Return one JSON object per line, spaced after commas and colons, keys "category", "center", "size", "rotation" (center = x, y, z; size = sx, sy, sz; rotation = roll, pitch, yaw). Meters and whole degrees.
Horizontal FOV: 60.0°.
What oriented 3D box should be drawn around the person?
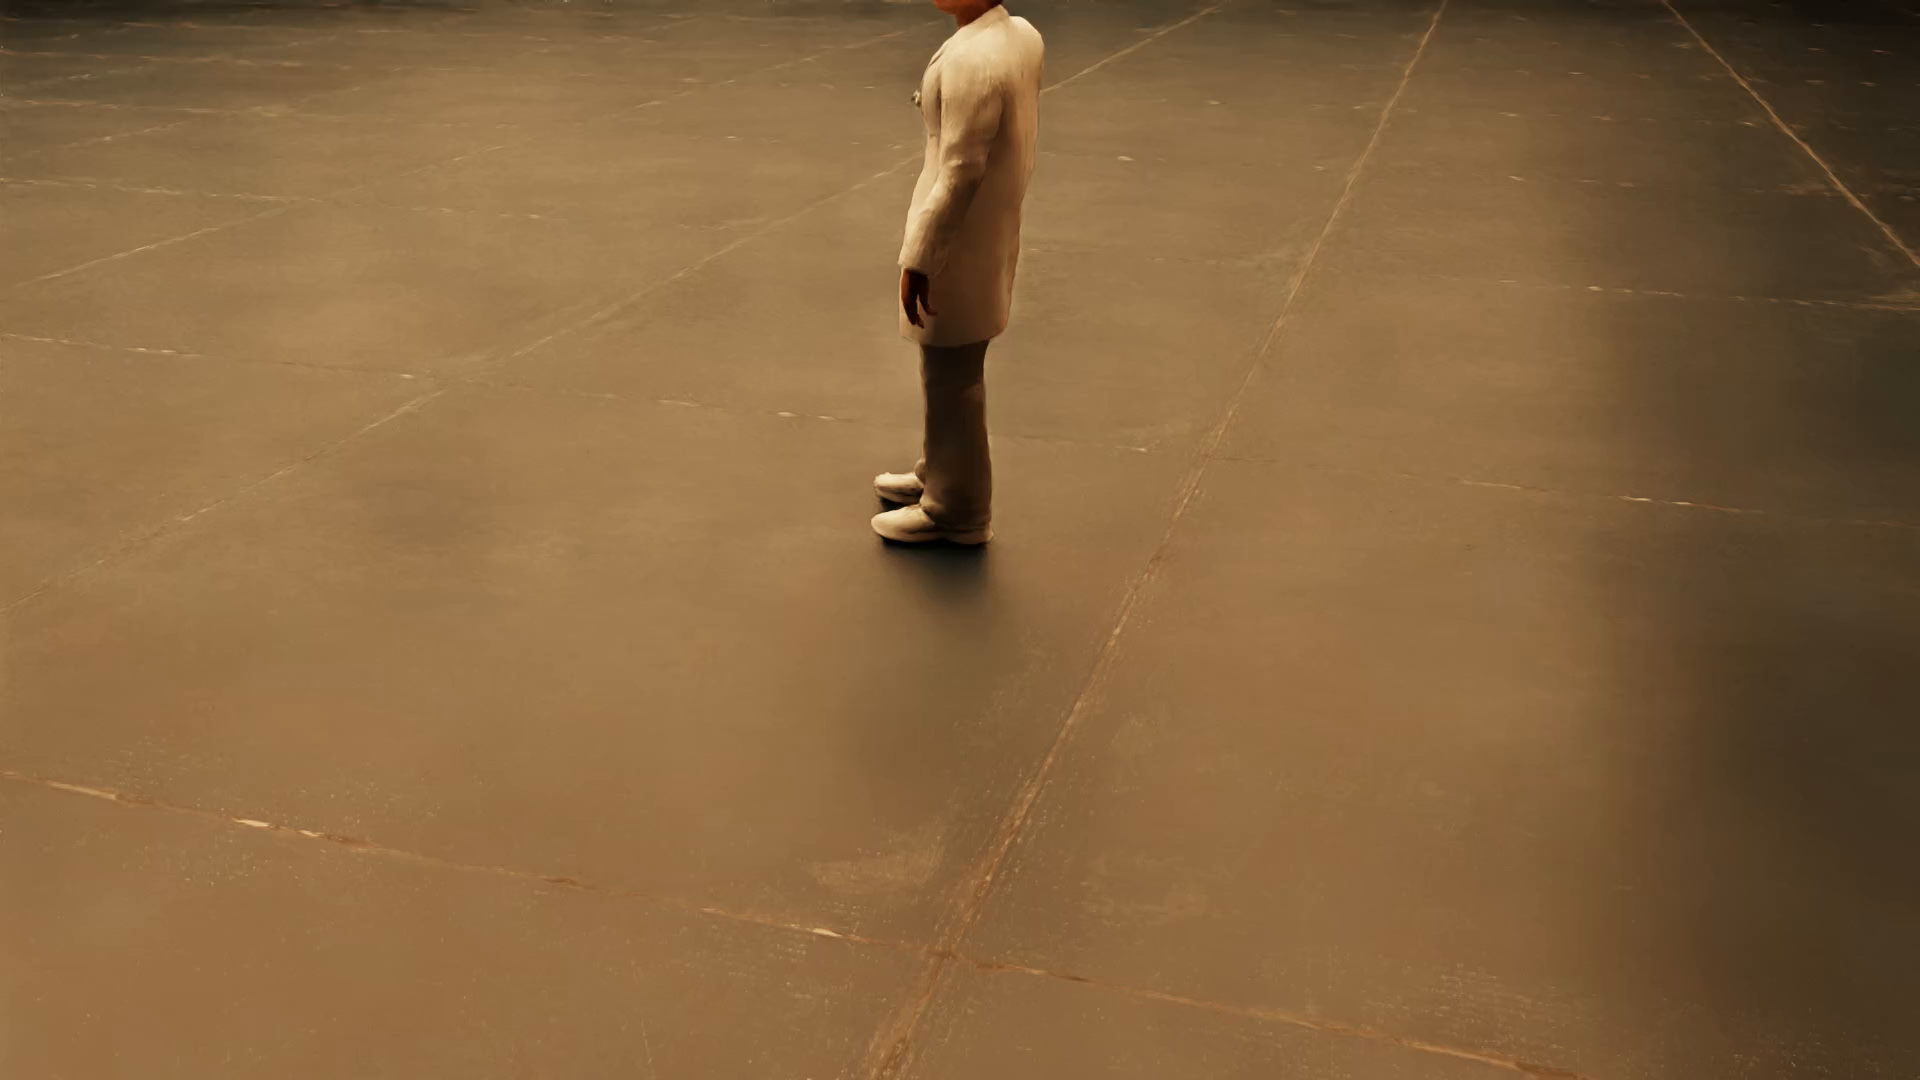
{"category": "person", "center": [-0.085, -0.840, 4.808], "size": [0.579, 1.776, 0.694], "rotation": [7, 23, 16]}
